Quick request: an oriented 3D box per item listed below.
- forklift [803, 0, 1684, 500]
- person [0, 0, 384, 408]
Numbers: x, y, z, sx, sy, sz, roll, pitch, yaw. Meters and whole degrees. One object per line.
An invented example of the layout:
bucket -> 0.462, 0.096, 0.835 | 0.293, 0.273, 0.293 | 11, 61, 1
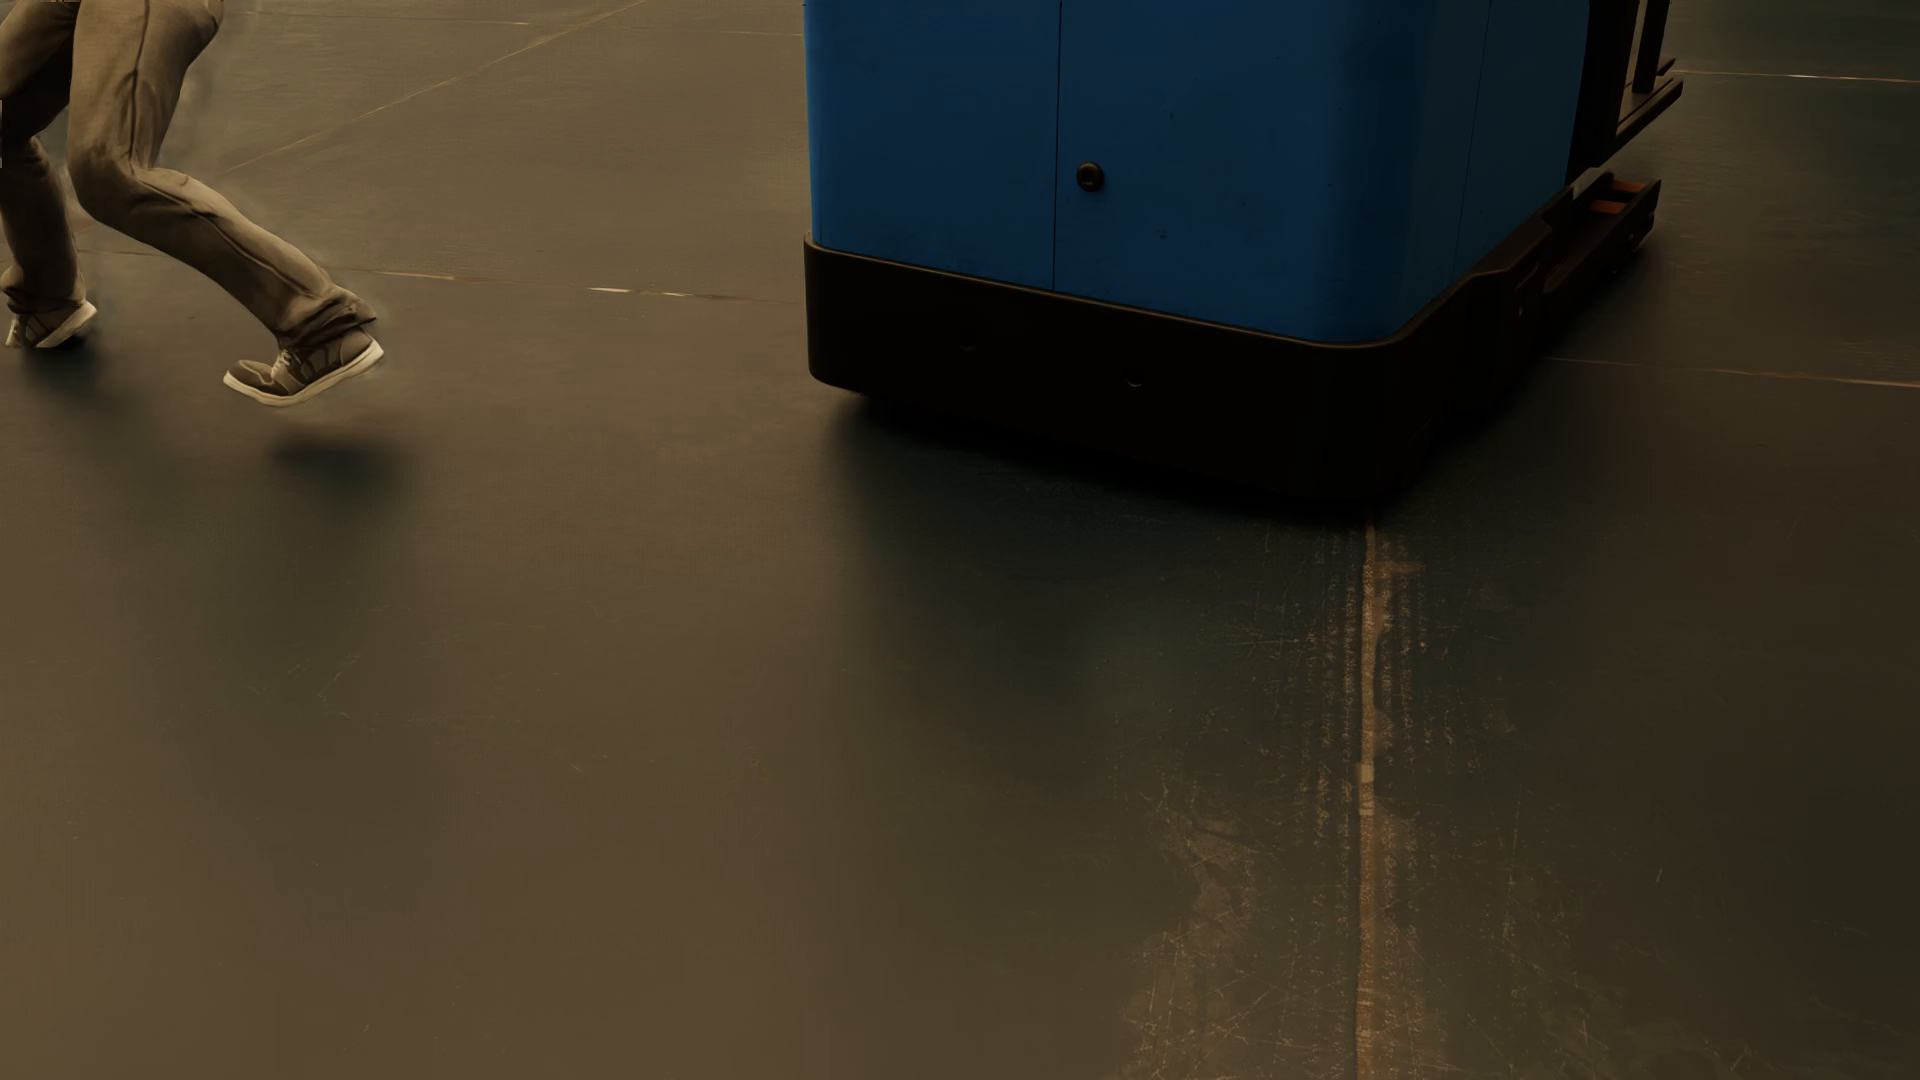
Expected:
forklift -> 0.939, -1.987, 3.185 | 1.130, 2.935, 3.031 | 16, 31, 28
person -> -1.472, -0.911, 2.799 | 0.496, 1.521, 0.985 | -20, 33, -34
